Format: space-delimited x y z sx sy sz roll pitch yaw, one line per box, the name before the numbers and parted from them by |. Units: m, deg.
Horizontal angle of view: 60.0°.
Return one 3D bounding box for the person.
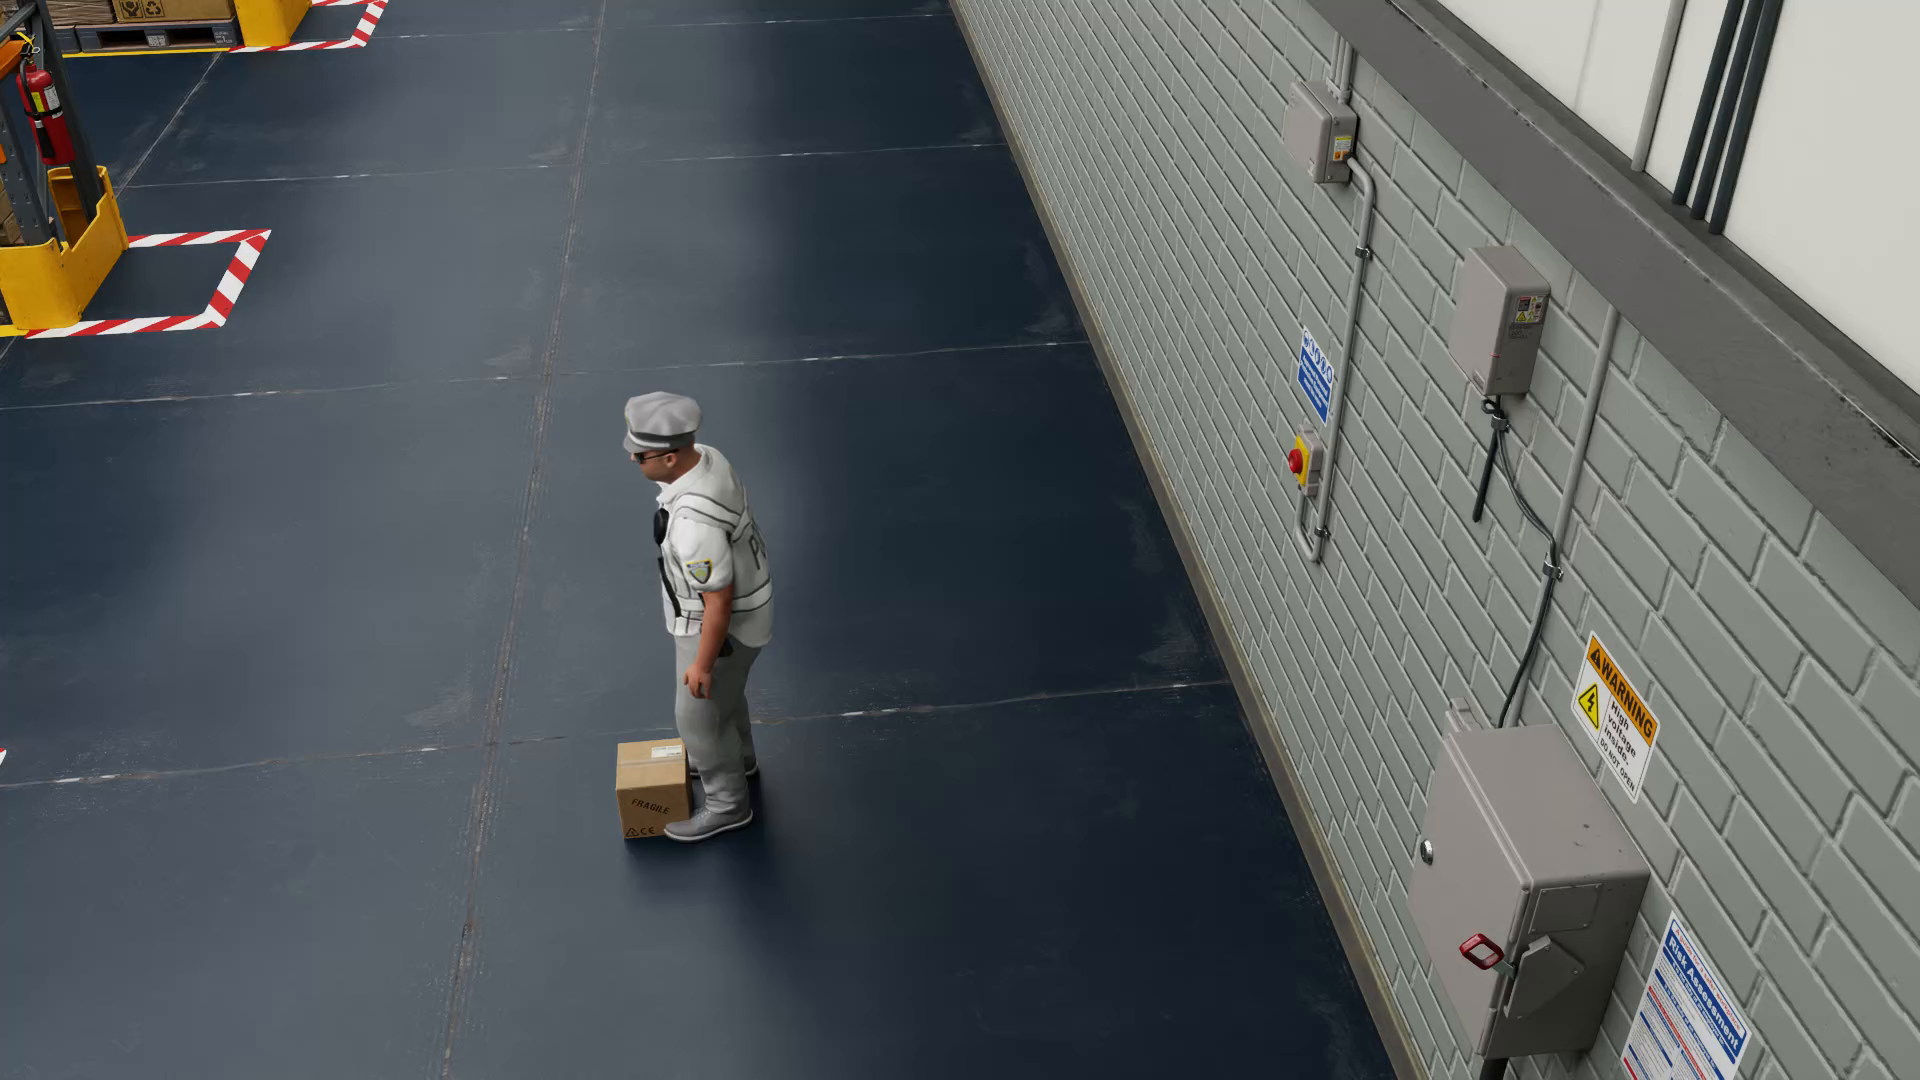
person | -0.873 0.277 5.738 0.467 1.745 0.594 -5 35 -7
